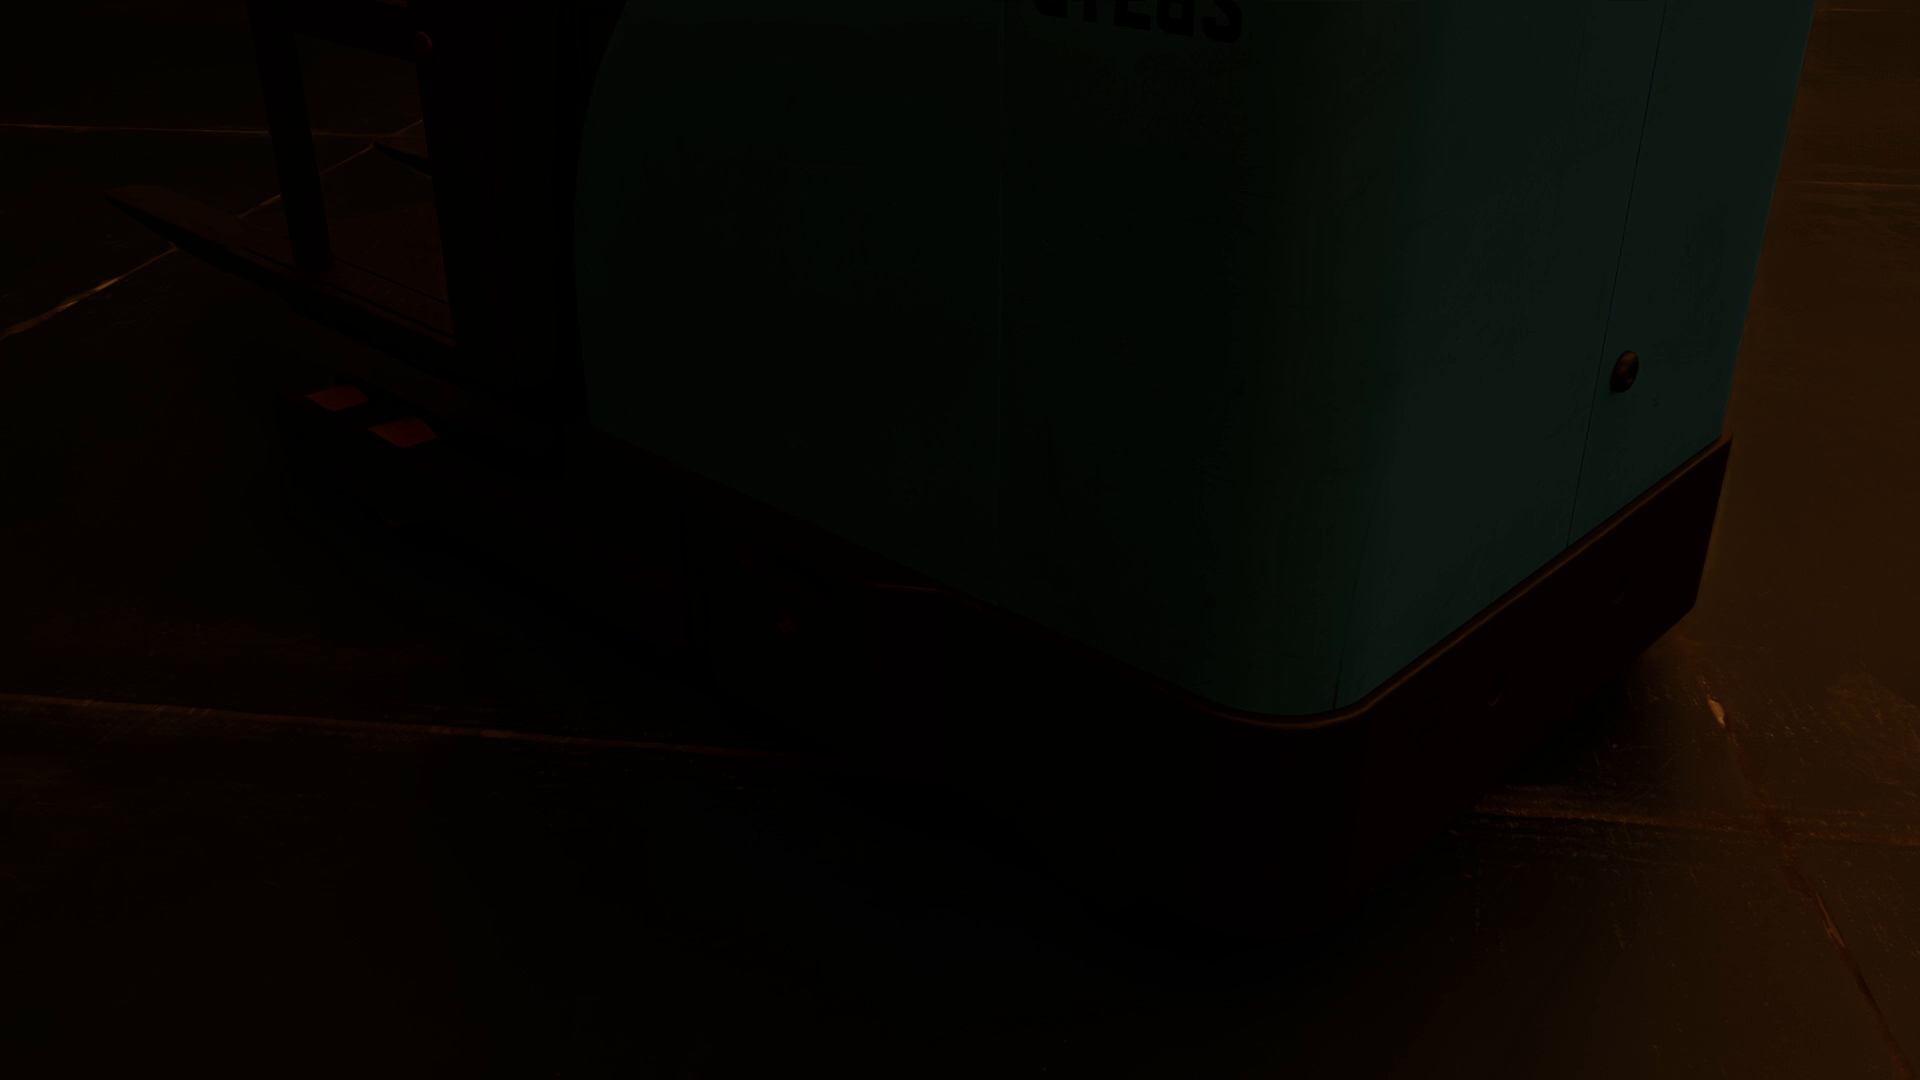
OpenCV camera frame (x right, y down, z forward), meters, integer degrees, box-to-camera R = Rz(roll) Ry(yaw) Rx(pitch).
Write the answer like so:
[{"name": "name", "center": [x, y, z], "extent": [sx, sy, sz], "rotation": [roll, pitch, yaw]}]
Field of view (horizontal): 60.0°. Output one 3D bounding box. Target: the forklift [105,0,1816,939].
[{"name": "forklift", "center": [-0.446, -1.482, 2.187], "extent": [3.031, 2.935, 1.130], "rotation": [23, 34, 38]}]
